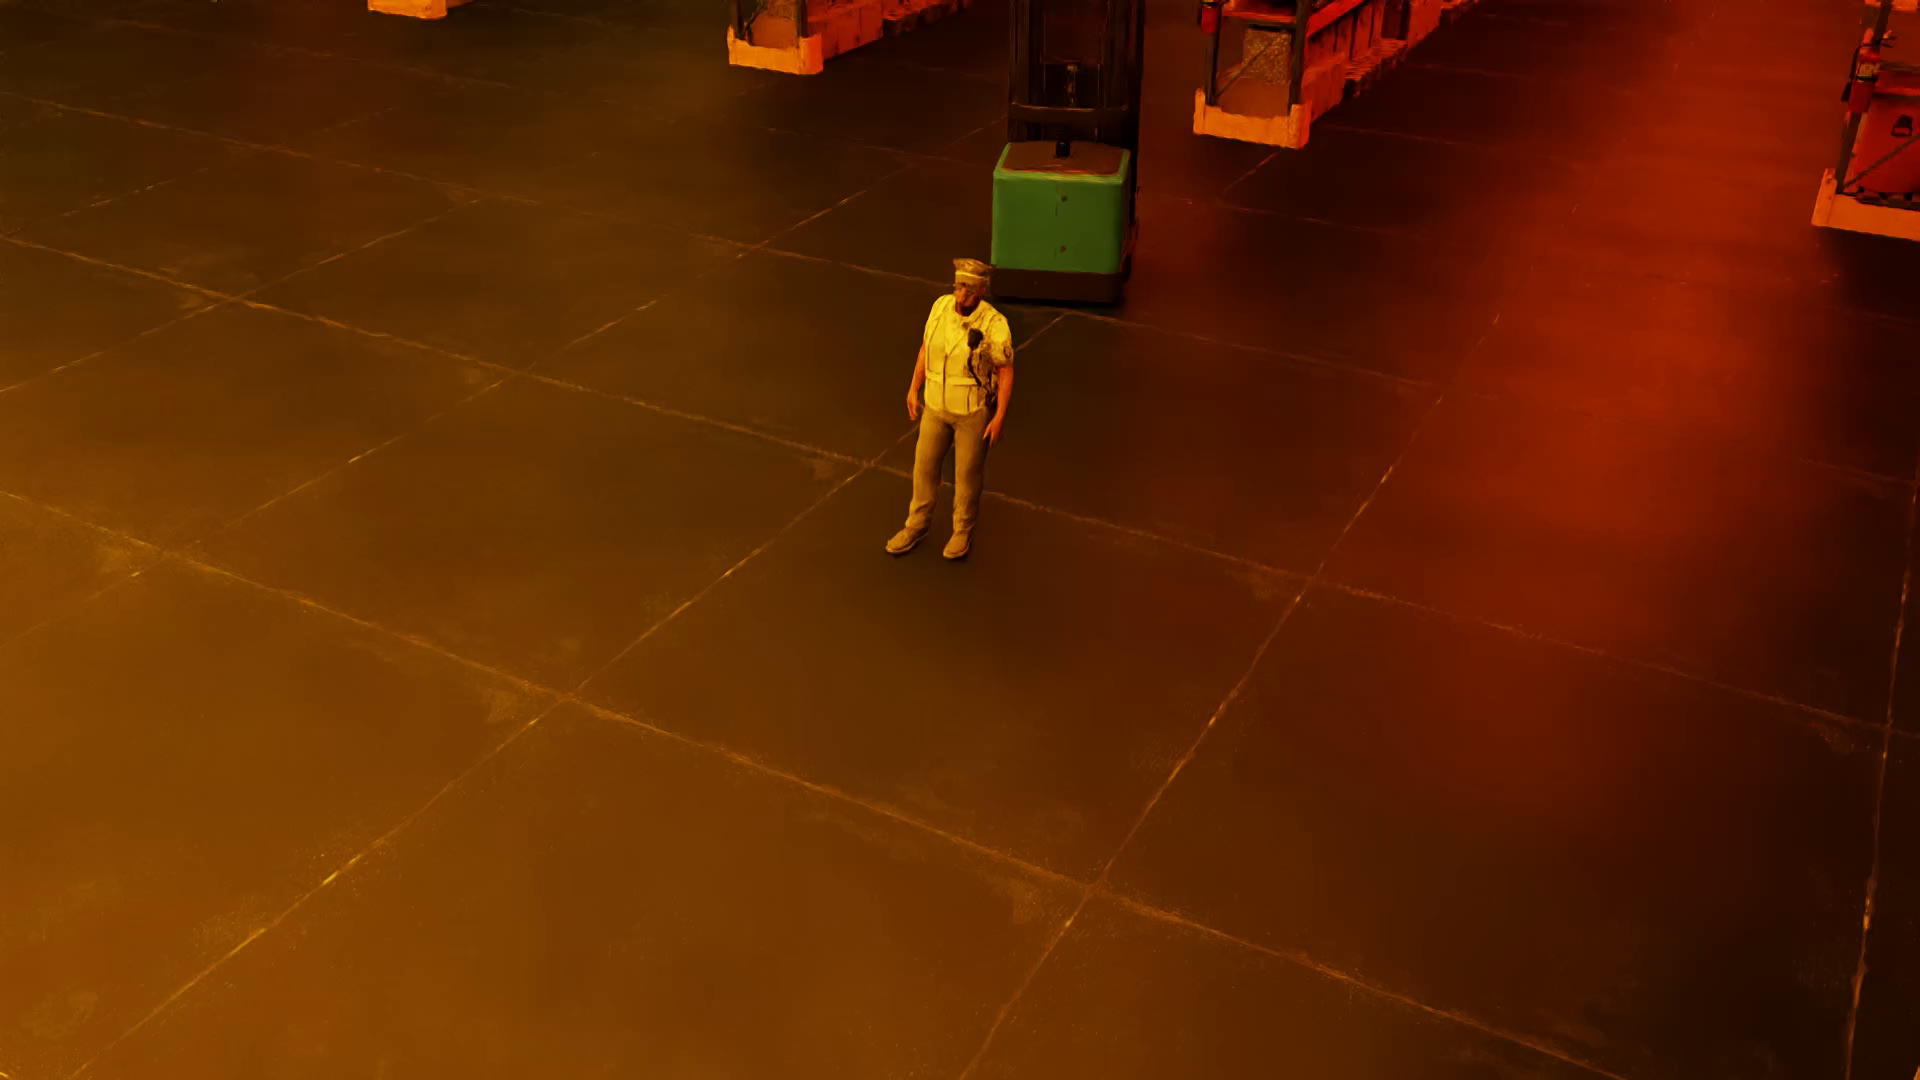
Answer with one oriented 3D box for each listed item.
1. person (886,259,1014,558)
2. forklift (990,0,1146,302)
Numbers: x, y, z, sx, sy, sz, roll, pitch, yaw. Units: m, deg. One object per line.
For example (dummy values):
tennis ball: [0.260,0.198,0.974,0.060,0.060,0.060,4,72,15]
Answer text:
person: [-0.048,-0.746,9.500,0.640,1.778,0.574,15,33,25]
forklift: [0.976,-3.858,13.756,1.130,2.935,3.031,4,30,8]
